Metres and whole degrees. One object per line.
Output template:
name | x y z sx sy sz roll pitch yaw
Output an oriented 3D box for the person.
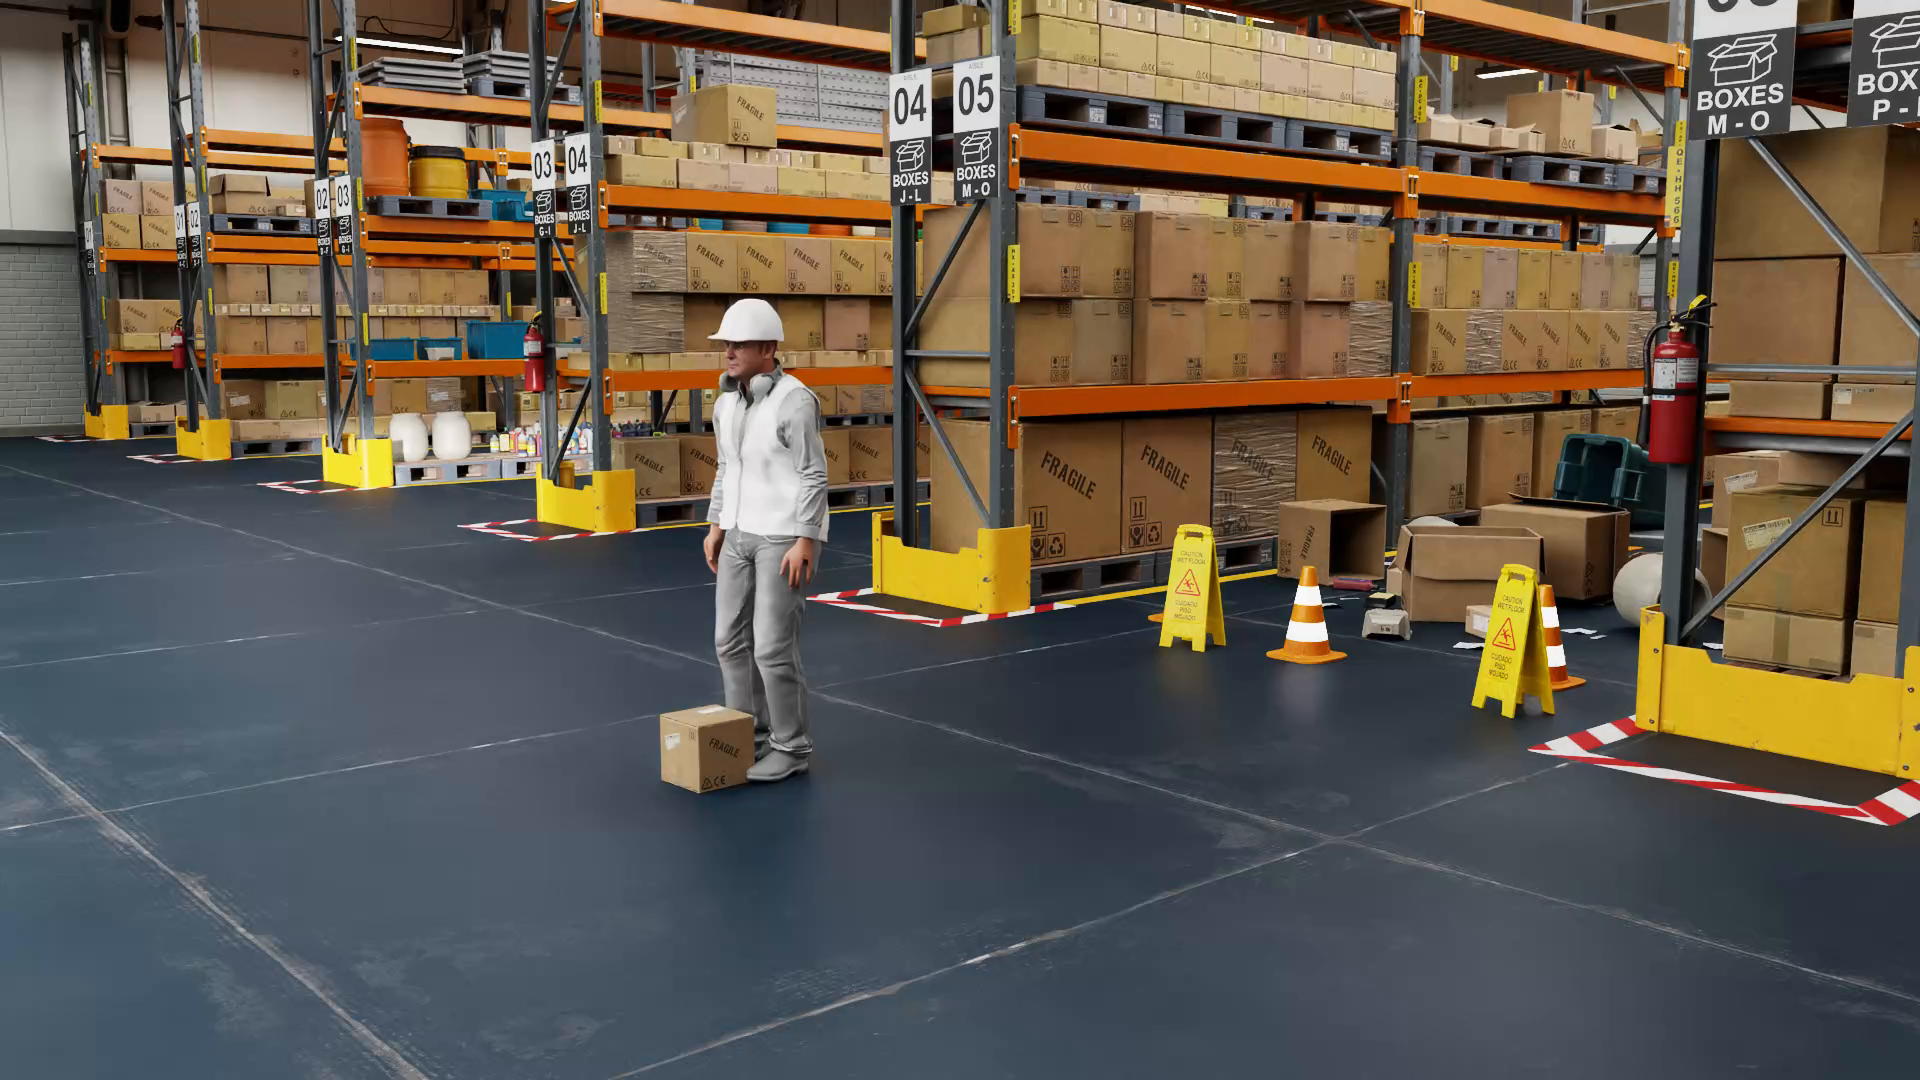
person | -0.737 -0.007 6.225 0.460 1.772 0.594 -7 10 -44
